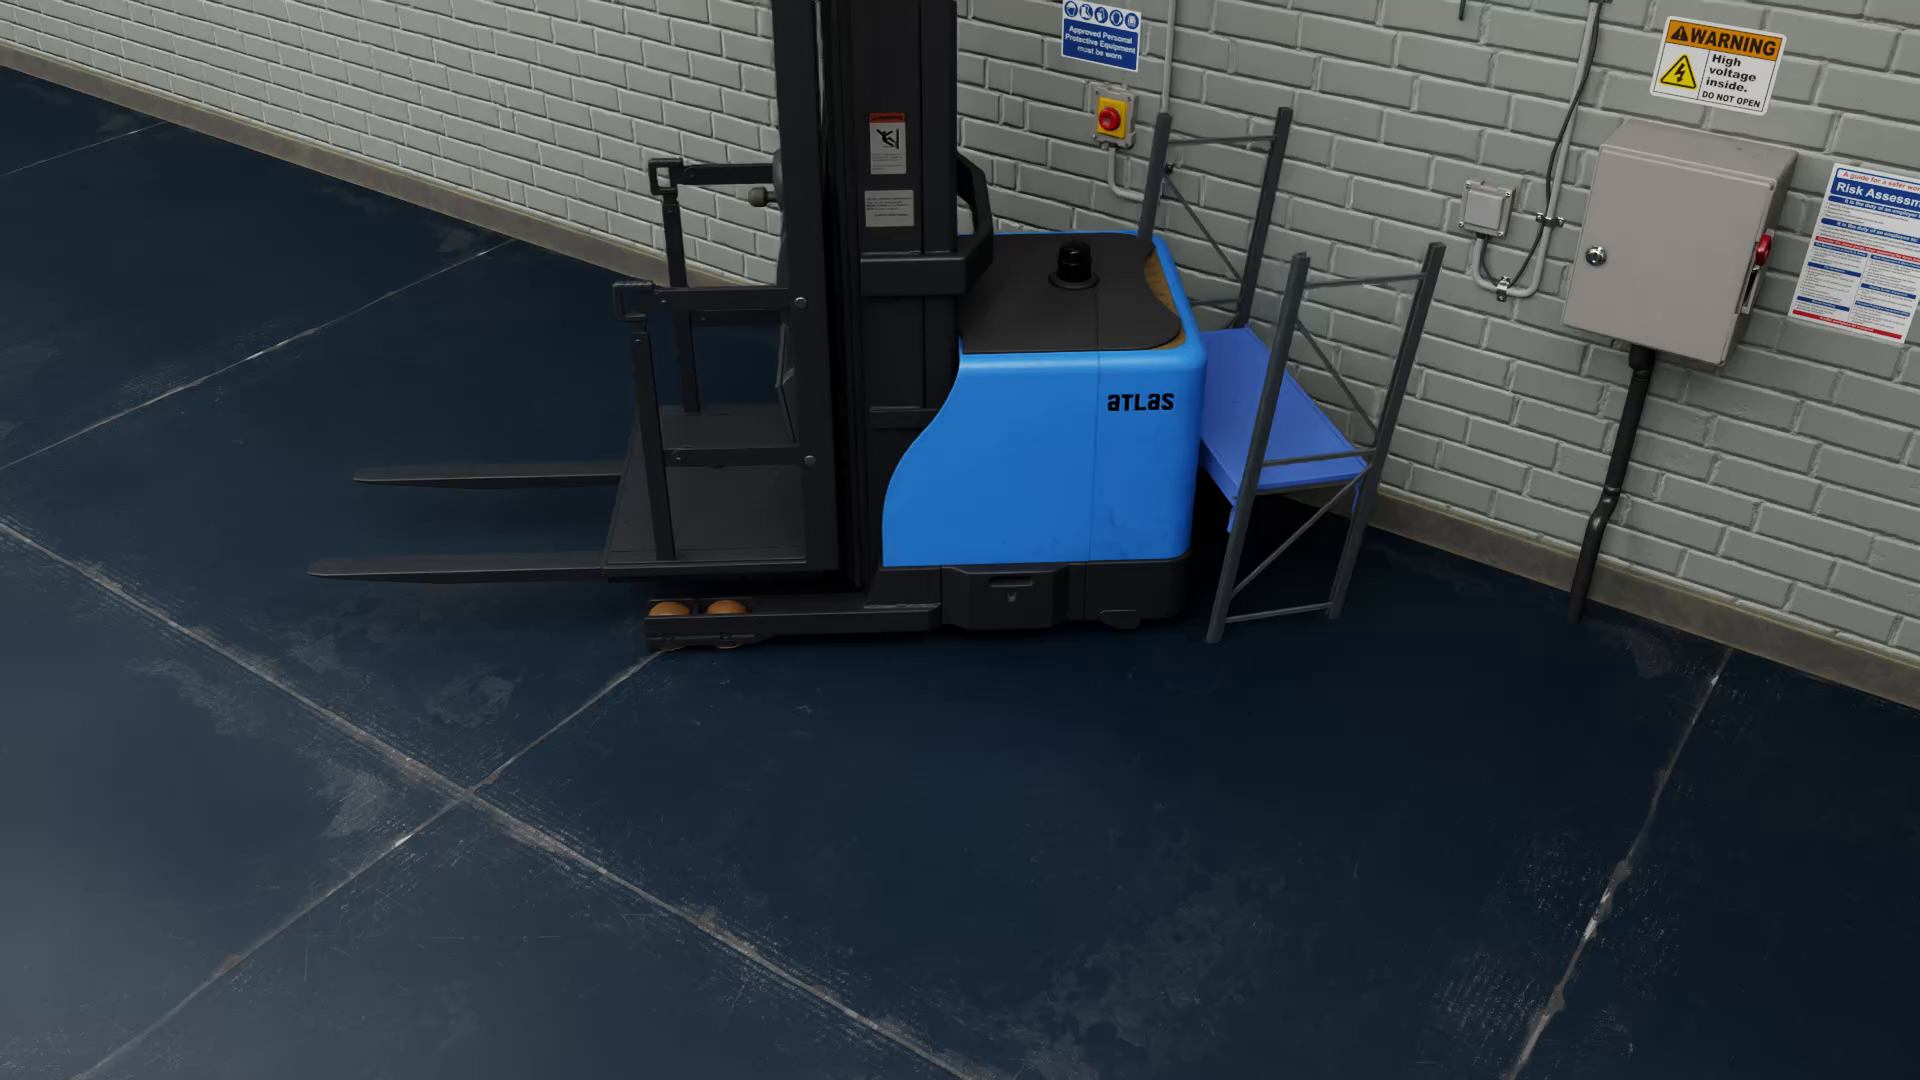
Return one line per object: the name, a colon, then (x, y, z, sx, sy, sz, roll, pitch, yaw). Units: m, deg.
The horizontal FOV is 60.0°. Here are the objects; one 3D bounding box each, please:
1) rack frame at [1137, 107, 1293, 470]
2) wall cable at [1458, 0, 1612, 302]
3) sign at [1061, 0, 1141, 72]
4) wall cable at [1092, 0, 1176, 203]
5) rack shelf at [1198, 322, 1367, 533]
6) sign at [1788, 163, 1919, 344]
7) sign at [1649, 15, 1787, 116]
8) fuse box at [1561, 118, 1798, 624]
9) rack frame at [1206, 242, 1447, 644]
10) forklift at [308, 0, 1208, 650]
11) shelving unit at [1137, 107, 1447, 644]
rack frame: (0.846, -0.866, 6.125, 0.500, 1.500, 0.032, -7, 39, -17)
wall cable: (1.687, -1.656, 5.114, 0.588, 1.984, 0.122, 21, 39, 28)
sign: (0.510, -1.838, 6.049, 0.327, 0.218, 0.001, 21, 39, 28)
wall cable: (0.515, -2.116, 5.767, 0.585, 1.953, 0.123, 21, 39, 28)
rack shelf: (0.984, -0.421, 5.854, 0.538, 0.185, 1.000, -7, 39, -17)
sign: (2.681, -0.842, 4.903, 0.329, 0.494, 0.001, 21, 39, 28)
sign: (2.230, -1.399, 4.904, 0.339, 0.242, 0.001, 21, 39, 28)
fuse box: (2.158, -0.411, 5.330, 0.539, 1.711, 0.414, 21, 39, 28)
rack frame: (1.152, -0.262, 5.367, 0.500, 1.500, 0.032, -7, 39, -17)
forklift: (-0.734, -1.141, 5.320, 3.031, 2.935, 1.130, -2, 34, -2)
shelving unit: (0.999, -0.564, 5.746, 0.538, 1.500, 1.048, -7, 39, -17)
